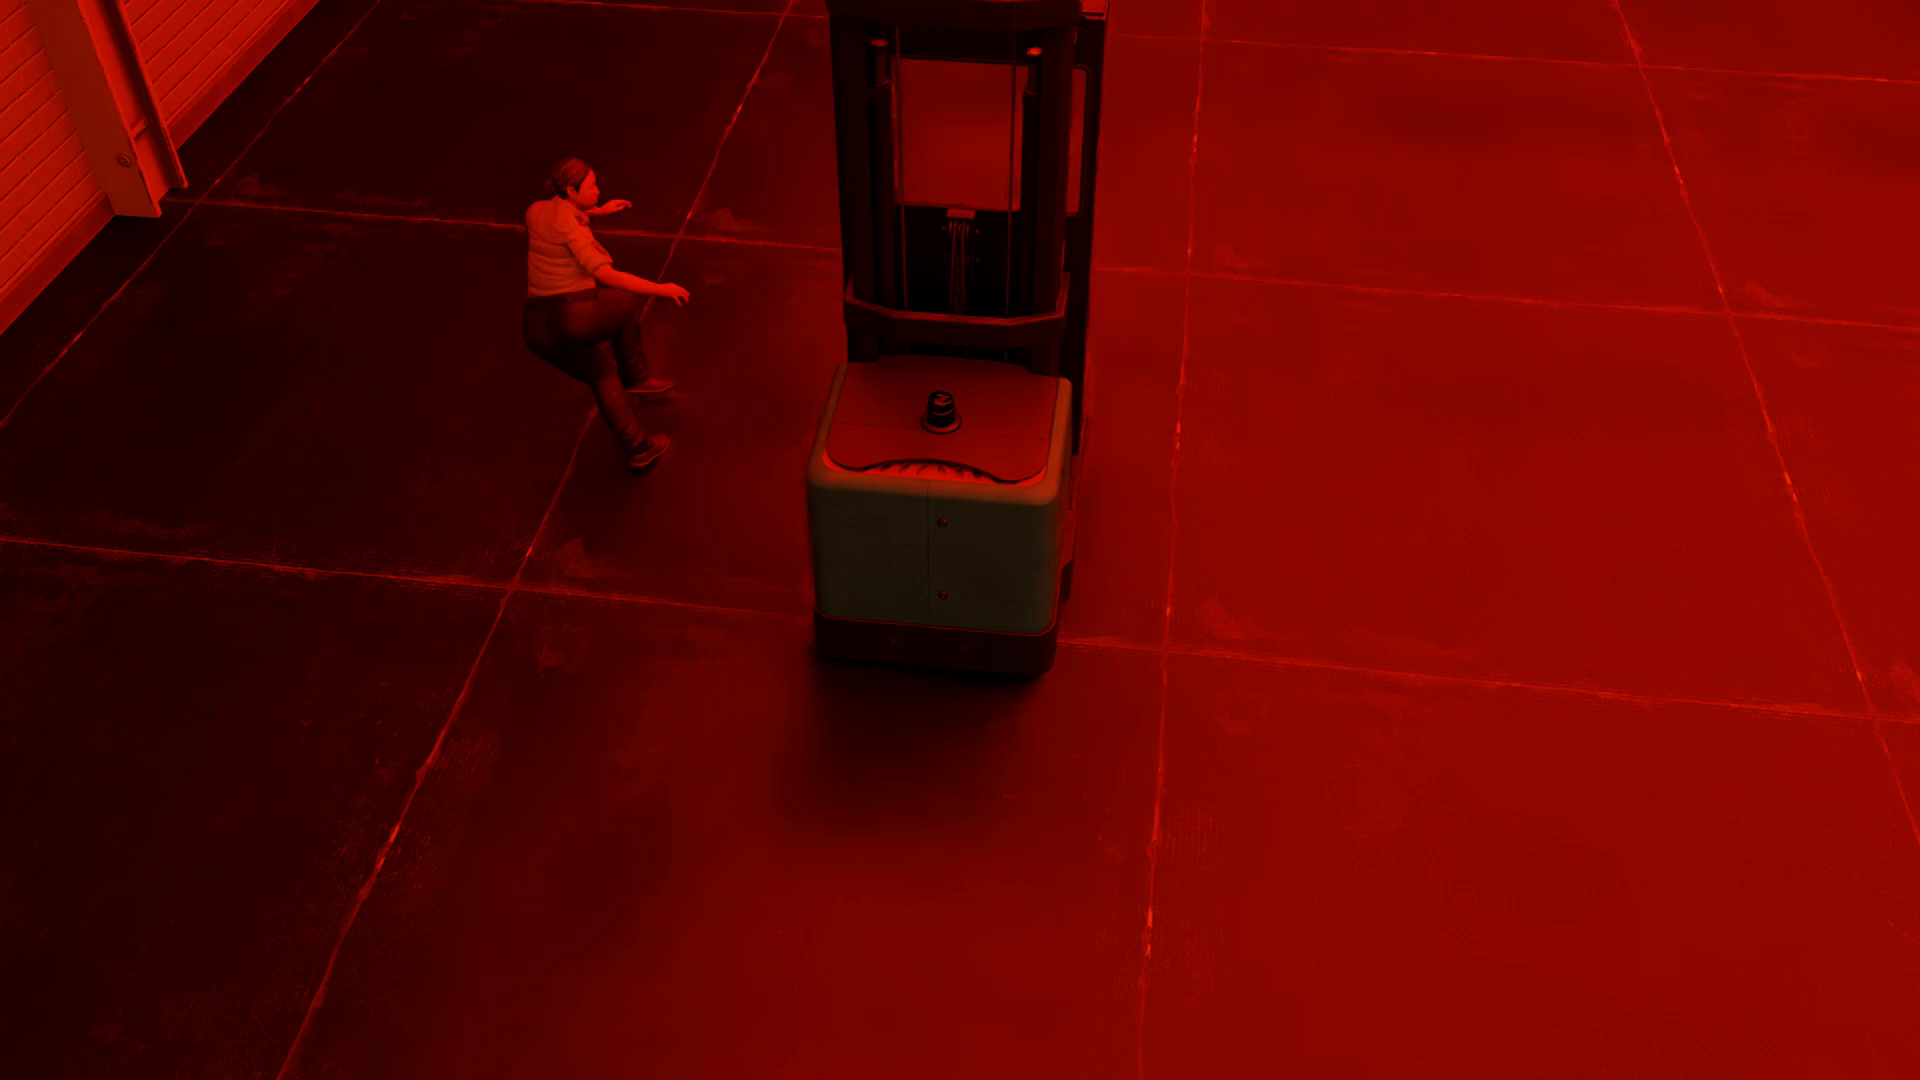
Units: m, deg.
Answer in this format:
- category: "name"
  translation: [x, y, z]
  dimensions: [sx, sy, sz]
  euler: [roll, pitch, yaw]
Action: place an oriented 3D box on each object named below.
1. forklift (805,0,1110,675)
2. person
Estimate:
- category: "forklift"
  translation: [0.060, -1.498, 7.355]
  dimensions: [1.130, 2.935, 3.031]
  euler: [5, 43, 5]
- category: "person"
  translation: [-1.705, -1.167, 8.118]
  dimensions: [0.922, 1.418, 0.878]
  euler: [16, 45, 17]
